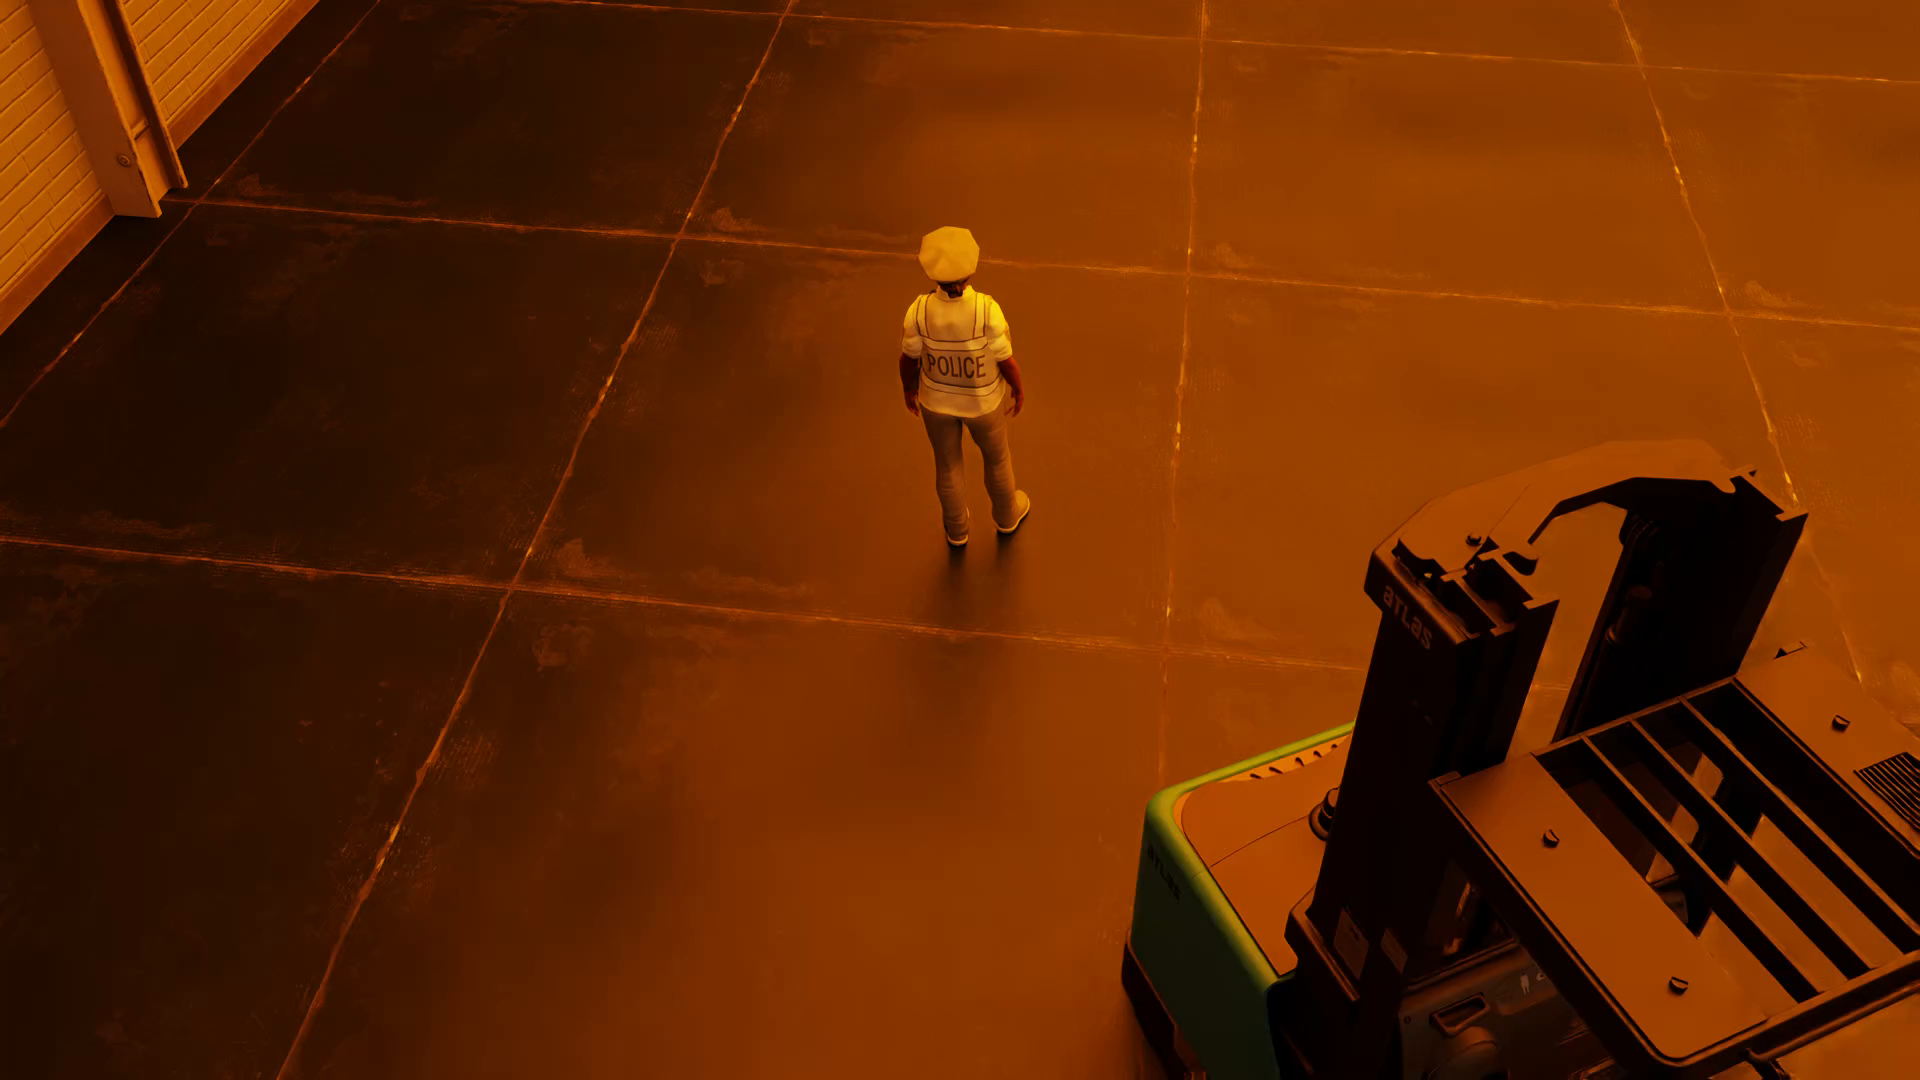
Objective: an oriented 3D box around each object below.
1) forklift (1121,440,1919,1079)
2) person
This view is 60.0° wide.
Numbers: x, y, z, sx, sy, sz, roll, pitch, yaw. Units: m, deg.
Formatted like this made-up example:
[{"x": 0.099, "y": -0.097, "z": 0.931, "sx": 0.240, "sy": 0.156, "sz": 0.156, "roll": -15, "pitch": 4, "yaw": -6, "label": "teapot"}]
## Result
[{"x": 1.641, "y": 1.326, "z": 4.281, "sx": 1.130, "sy": 2.935, "sz": 3.031, "roll": -16, "pitch": 45, "yaw": -17, "label": "forklift"}, {"x": 0.030, "y": -0.678, "z": 7.366, "sx": 0.569, "sy": 1.695, "sz": 0.528, "roll": 5, "pitch": 43, "yaw": 6, "label": "person"}]
